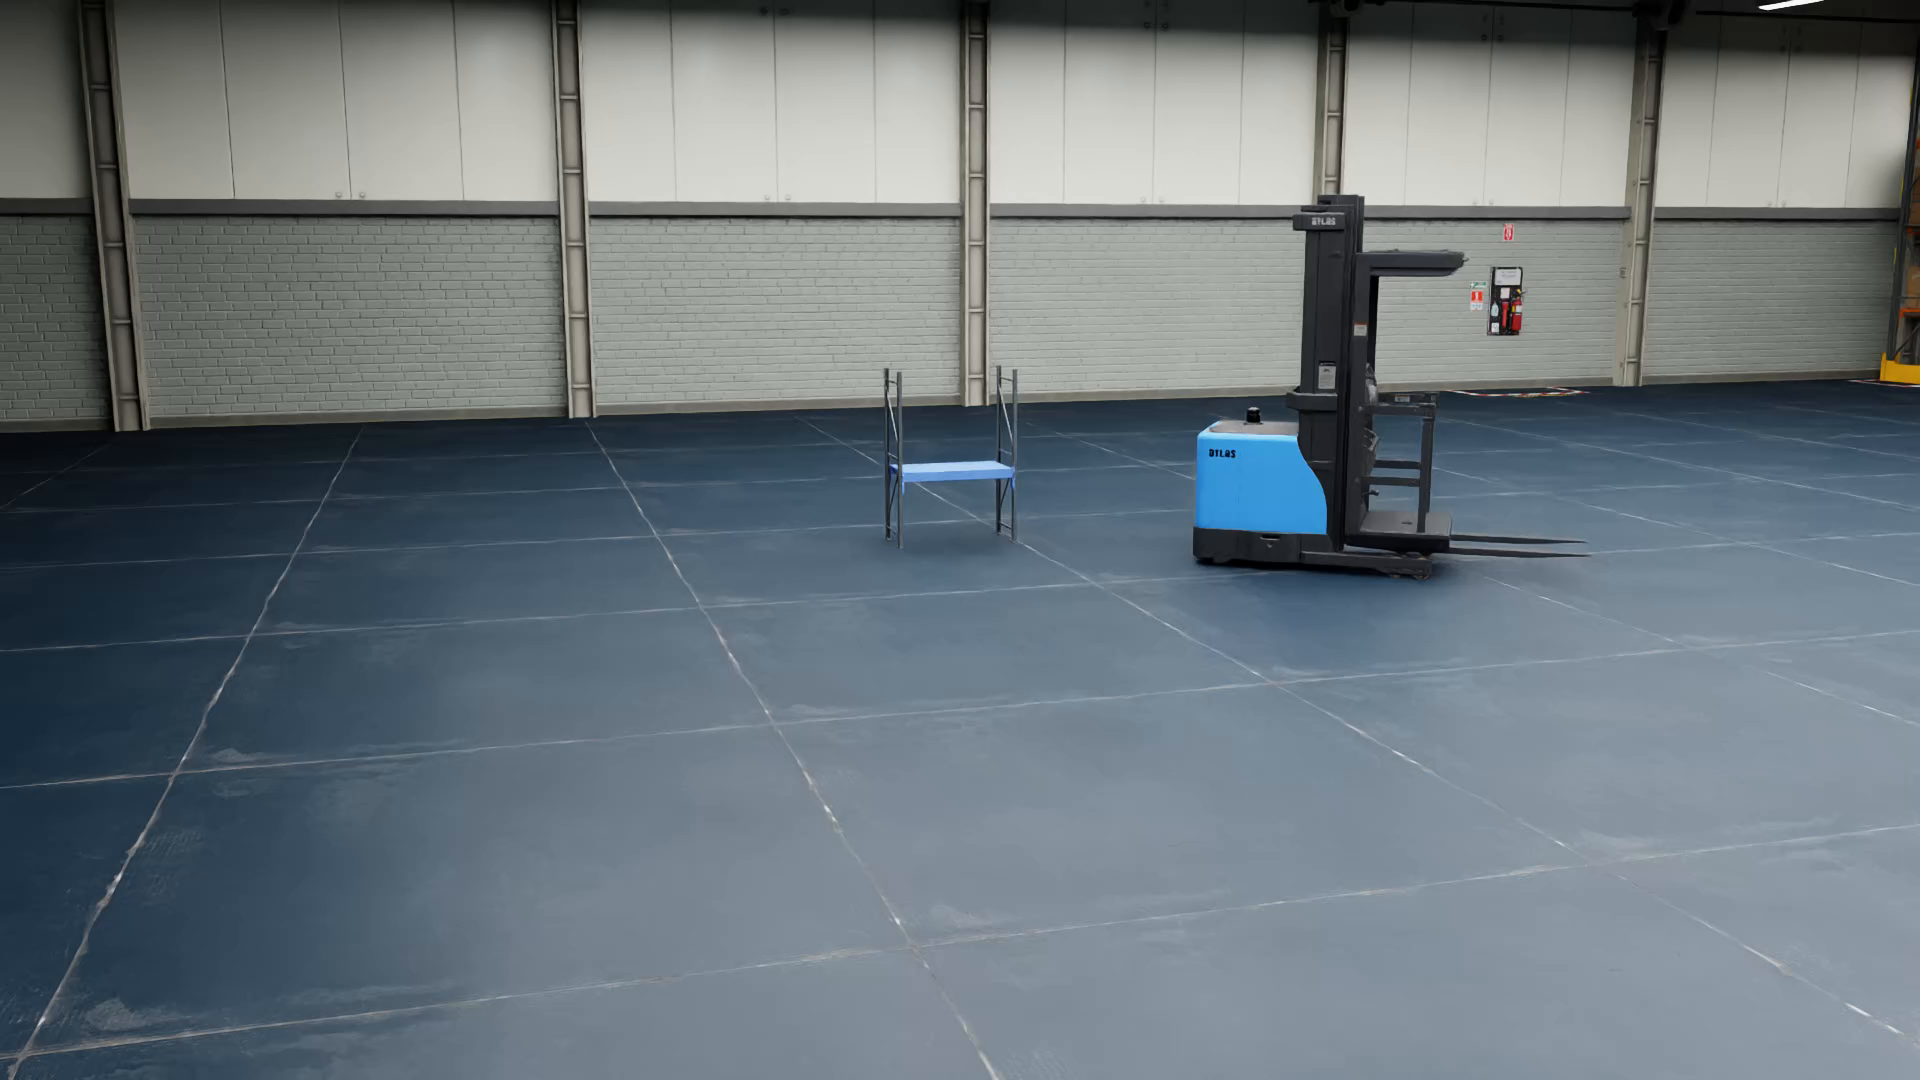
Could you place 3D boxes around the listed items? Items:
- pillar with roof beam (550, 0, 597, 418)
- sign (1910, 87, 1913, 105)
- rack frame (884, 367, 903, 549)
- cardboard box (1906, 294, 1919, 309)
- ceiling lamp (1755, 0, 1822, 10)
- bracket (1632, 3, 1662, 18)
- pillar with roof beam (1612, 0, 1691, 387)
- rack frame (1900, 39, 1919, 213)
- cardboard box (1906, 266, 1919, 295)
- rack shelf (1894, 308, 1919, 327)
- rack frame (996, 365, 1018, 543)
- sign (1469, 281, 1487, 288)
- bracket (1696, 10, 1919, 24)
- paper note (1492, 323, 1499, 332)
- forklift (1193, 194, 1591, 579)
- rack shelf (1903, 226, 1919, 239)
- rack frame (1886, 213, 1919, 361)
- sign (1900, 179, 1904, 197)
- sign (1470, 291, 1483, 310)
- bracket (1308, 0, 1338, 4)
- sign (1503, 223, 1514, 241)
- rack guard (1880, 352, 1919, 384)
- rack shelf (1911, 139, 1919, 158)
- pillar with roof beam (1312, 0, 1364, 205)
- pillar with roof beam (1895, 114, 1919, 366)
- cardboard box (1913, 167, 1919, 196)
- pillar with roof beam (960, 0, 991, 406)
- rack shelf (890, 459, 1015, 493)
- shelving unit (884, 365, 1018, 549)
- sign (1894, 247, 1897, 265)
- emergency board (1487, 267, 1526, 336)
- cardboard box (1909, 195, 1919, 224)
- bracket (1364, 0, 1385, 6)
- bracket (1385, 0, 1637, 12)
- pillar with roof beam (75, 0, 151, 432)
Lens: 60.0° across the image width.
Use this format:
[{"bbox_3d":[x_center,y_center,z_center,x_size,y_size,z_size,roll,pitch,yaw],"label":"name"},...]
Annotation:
[{"bbox_3d":[-4.332,-5.484,19.479,0.400,9.000,9.100,-3,11,-16],"label":"pillar with roof beam"},{"bbox_3d":[16.943,-7.896,29.563,0.005,0.325,0.100,-3,11,-16],"label":"sign"},{"bbox_3d":[-0.570,-0.708,14.247,0.032,1.500,0.500,-3,11,-16],"label":"rack frame"},{"bbox_3d":[17.473,-4.304,29.999,0.500,0.250,0.500,-3,11,-15],"label":"cardboard box"},{"bbox_3d":[11.717,-9.077,22.874,0.800,3.185,2.000,-3,11,-16],"label":"ceiling lamp"},{"bbox_3d":[11.449,-8.831,27.717,0.430,0.232,0.235,-3,11,-16],"label":"bracket"},{"bbox_3d":[12.951,-6.395,24.427,0.548,9.000,9.100,-3,11,-16],"label":"pillar with roof beam"},{"bbox_3d":[17.078,-7.261,29.133,0.127,3.000,1.000,-3,11,-16],"label":"rack frame"},{"bbox_3d":[17.471,-4.676,29.950,0.500,0.500,0.500,-3,11,-17],"label":"cardboard box"},{"bbox_3d":[18.999,-4.058,30.291,4.000,0.370,1.077,-3,11,-16],"label":"rack shelf"},{"bbox_3d":[0.406,-0.759,14.527,0.032,1.500,0.500,-3,11,-16],"label":"rack frame"},{"bbox_3d":[8.812,-4.341,28.279,0.331,0.109,0.001,-3,11,-16],"label":"sign"},{"bbox_3d":[14.719,-9.003,28.654,4.783,0.066,0.076,-3,11,-16],"label":"bracket"},{"bbox_3d":[9.175,-3.644,28.489,0.142,0.148,0.016,-3,11,-16],"label":"paper note"},{"bbox_3d":[3.464,-1.244,13.211,3.031,2.935,1.130,3,11,17],"label":"forklift"},{"bbox_3d":[18.999,-5.533,30.019,4.000,0.370,1.077,-3,11,-16],"label":"rack shelf"},{"bbox_3d":[17.078,-4.310,29.676,0.127,3.000,1.000,-3,11,-16],"label":"rack frame"},{"bbox_3d":[16.942,-6.319,29.854,0.005,0.325,0.100,-3,11,-16],"label":"sign"},{"bbox_3d":[8.805,-4.082,28.335,0.234,0.329,0.001,-3,11,-16],"label":"sign"},{"bbox_3d":[5.688,-8.527,26.068,0.430,0.232,0.235,-3,11,-16],"label":"bracket"},{"bbox_3d":[9.329,-5.231,28.274,0.199,0.298,0.001,-3,11,-16],"label":"sign"},{"bbox_3d":[17.151,-3.085,29.923,0.348,0.500,1.175,-3,11,-16],"label":"rack guard"},{"bbox_3d":[18.999,-7.007,29.748,4.000,0.370,1.077,-3,11,-16],"label":"rack shelf"},{"bbox_3d":[7.190,-6.091,22.778,0.548,9.000,9.100,-3,11,-16],"label":"pillar with roof beam"},{"bbox_3d":[18.712,-6.698,26.077,0.400,9.000,9.100,-3,11,-16],"label":"pillar with roof beam"},{"bbox_3d":[17.419,-6.404,29.668,0.500,0.500,0.500,-3,11,-13],"label":"cardboard box"},{"bbox_3d":[1.429,-5.787,21.129,0.548,9.000,9.100,-3,11,-16],"label":"pillar with roof beam"},{"bbox_3d":[-0.082,-0.556,14.420,1.000,0.185,0.538,-3,11,-16],"label":"rack shelf"},{"bbox_3d":[-0.082,-0.733,14.387,1.048,1.500,0.538,-3,11,-16],"label":"shelving unit"},{"bbox_3d":[16.942,-5.133,30.072,0.005,0.325,0.100,-3,11,-16],"label":"sign"},{"bbox_3d":[9.364,-4.074,28.392,0.643,1.169,0.194,-3,11,-16],"label":"emergency board"},{"bbox_3d":[17.408,-5.910,29.747,0.500,0.500,0.500,-2,11,-12],"label":"cardboard box"},{"bbox_3d":[6.485,-8.569,26.296,0.430,0.232,0.235,-3,11,-16],"label":"bracket"},{"bbox_3d":[8.958,-8.699,27.004,4.783,0.066,0.076,-3,11,-16],"label":"bracket"},{"bbox_3d":[-10.092,-5.180,17.830,0.400,9.000,9.100,-3,11,-16],"label":"pillar with roof beam"}]
